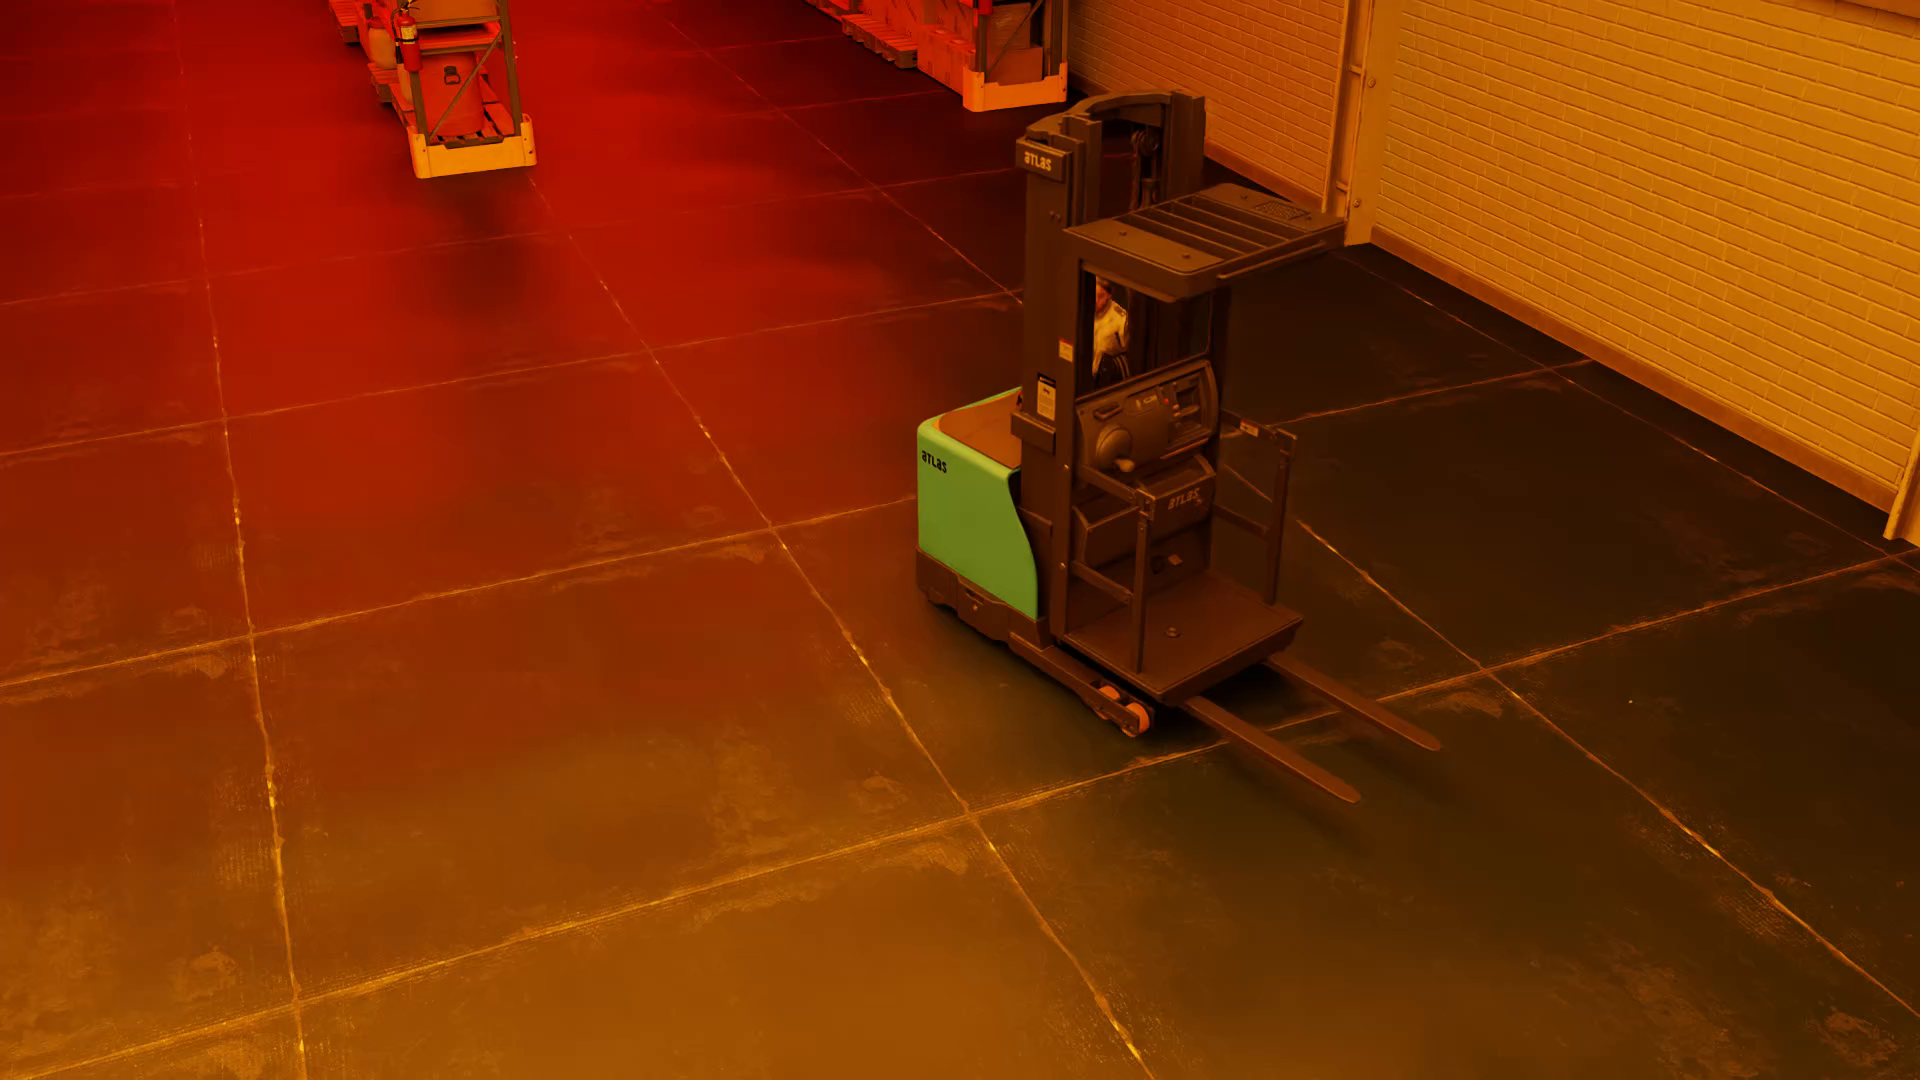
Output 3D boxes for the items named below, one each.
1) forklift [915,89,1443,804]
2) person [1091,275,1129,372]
[{"bbox_3d":[1.076,-0.569,8.114,1.130,2.935,3.031,-22,37,-34],"label":"forklift"},{"bbox_3d":[0.857,-0.872,9.980,0.805,1.620,0.374,22,36,33],"label":"person"}]
